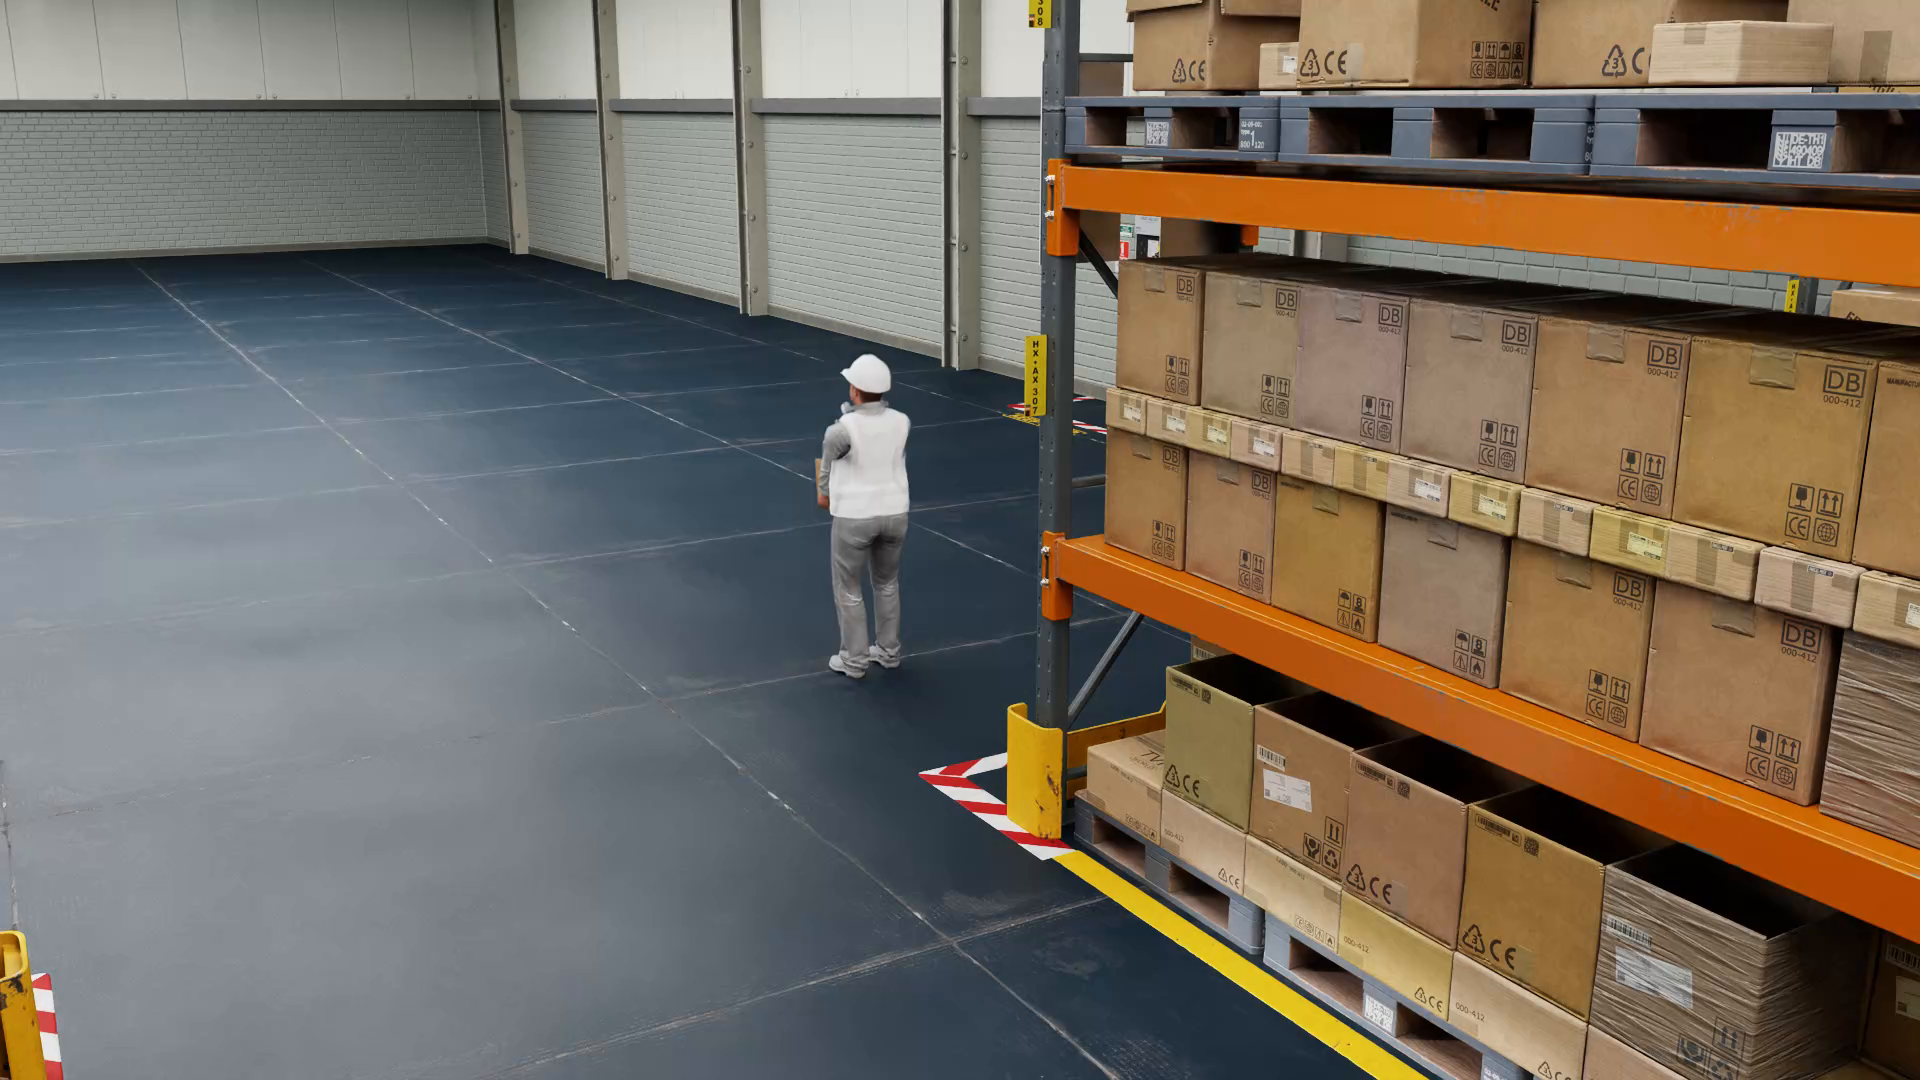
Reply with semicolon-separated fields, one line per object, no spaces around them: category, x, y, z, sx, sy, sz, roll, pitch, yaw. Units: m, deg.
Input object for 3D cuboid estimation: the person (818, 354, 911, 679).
person;-0.535;-0.153;9.060;0.462;1.762;0.550;-8;17;-29
